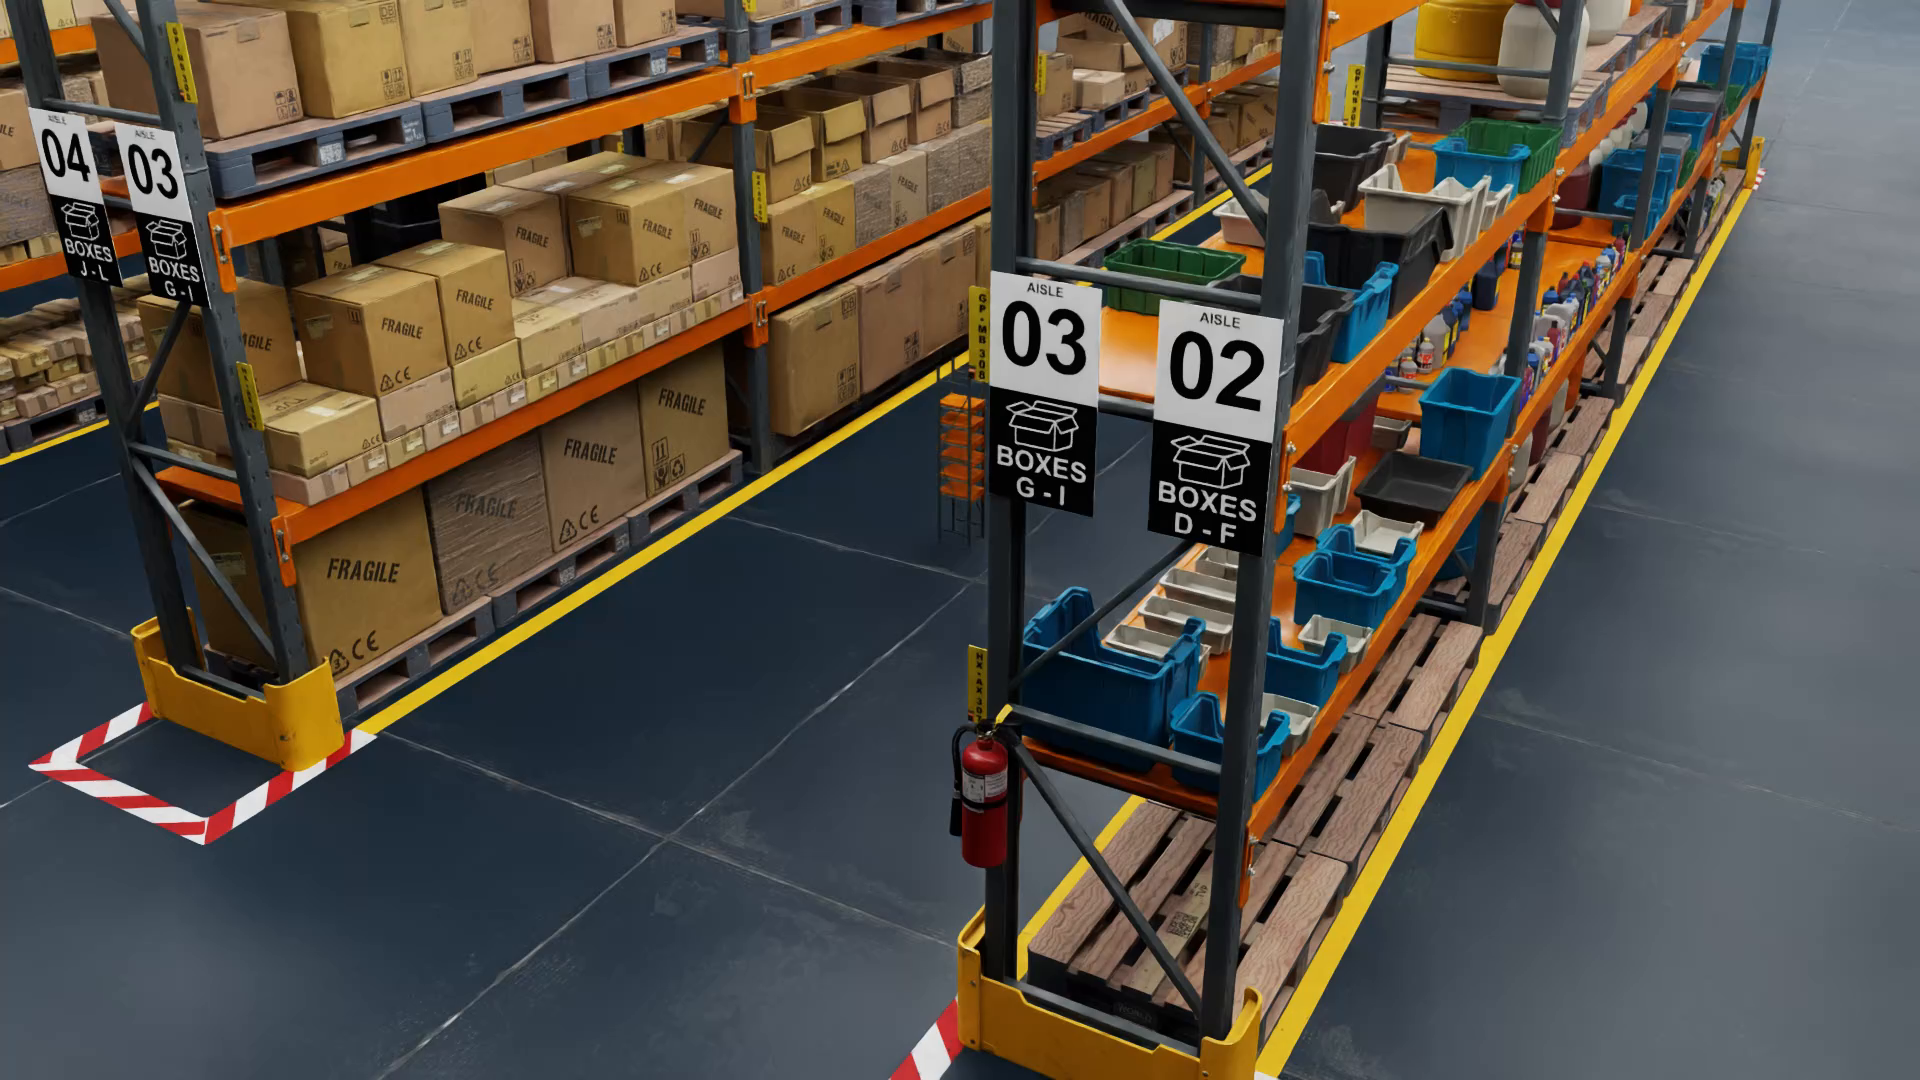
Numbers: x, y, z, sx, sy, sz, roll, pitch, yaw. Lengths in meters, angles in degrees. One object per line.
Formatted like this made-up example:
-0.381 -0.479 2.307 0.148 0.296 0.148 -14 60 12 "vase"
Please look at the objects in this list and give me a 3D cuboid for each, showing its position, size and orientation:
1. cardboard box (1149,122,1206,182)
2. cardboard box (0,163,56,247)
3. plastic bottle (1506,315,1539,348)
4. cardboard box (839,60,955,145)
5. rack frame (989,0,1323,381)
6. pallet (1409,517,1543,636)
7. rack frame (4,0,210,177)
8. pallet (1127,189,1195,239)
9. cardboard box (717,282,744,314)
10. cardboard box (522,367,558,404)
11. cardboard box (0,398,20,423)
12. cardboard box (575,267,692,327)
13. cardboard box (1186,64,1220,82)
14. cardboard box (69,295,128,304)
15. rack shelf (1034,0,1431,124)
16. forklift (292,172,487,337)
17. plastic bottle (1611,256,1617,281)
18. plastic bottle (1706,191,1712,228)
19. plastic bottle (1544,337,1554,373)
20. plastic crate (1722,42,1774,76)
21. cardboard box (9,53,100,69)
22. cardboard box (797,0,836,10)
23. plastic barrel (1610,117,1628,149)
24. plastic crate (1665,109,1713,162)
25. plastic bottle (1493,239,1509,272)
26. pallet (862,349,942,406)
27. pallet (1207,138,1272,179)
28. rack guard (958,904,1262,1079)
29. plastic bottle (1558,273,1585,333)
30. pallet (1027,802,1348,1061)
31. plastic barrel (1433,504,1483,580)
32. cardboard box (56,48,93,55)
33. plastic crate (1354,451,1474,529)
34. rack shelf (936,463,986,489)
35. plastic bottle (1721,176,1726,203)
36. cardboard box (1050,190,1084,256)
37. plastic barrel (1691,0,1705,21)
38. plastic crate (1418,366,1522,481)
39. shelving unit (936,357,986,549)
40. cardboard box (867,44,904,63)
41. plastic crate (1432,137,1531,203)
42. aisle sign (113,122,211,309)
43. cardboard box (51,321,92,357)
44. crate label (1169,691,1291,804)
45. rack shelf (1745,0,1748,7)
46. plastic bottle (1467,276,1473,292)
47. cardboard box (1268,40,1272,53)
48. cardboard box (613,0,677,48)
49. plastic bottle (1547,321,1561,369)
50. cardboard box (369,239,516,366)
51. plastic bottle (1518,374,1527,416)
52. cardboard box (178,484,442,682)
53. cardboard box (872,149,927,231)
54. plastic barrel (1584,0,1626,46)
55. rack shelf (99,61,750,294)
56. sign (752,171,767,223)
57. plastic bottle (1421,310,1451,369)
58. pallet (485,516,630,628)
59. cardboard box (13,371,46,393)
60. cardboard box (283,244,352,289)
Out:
2.384 -4.256 18.224 0.500 0.500 0.500 13 29 25 "cardboard box"
-6.820 -2.388 11.725 0.500 0.500 0.500 13 30 25 "cardboard box"
3.412 -1.266 10.066 0.152 0.276 0.135 14 30 26 "plastic bottle"
-0.512 -3.438 13.036 0.797 0.503 0.637 15 30 27 "cardboard box"
0.561 -1.954 4.601 1.000 3.000 0.127 14 30 26 "rack frame"
2.945 0.125 10.264 1.003 0.211 1.213 14 30 26 "pallet"
-3.751 -3.045 6.780 1.000 3.000 0.127 14 30 26 "rack frame"
1.771 -3.488 17.482 1.003 0.211 1.213 14 30 26 "pallet"
-1.648 -1.618 10.911 0.380 0.149 0.250 14 30 26 "cardboard box"
-2.533 -0.915 9.508 0.380 0.149 0.250 13 30 25 "cardboard box"
-7.046 -0.955 12.022 0.380 0.149 0.250 14 30 26 "cardboard box"
-2.024 -1.555 10.340 0.500 0.250 0.500 15 30 28 "cardboard box"
2.520 -4.944 17.556 0.380 0.149 0.250 14 30 26 "cardboard box"
-6.779 -1.833 13.111 0.380 0.149 0.250 13 30 25 "cardboard box"
1.545 -2.233 6.408 1.077 0.370 4.000 14 30 26 "rack shelf"
-4.453 -2.706 12.881 3.031 2.935 1.130 17 31 31 "forklift"
4.435 -1.880 11.377 0.097 0.201 0.097 0 27 0 "plastic bottle"
7.316 -3.257 16.373 0.144 0.351 0.185 13 29 24 "plastic bottle"
3.445 -1.096 9.810 0.097 0.201 0.097 0 27 0 "plastic bottle"
8.447 -5.180 17.912 0.499 0.251 0.616 14 30 26 "plastic crate"
-6.728 -3.350 12.530 0.500 0.500 0.500 13 29 25 "cardboard box"
-1.165 -3.818 11.306 0.500 0.311 0.500 13 29 24 "cardboard box"
5.229 -3.230 13.699 0.433 0.535 0.433 0 27 0 "plastic barrel"
6.193 -3.443 14.294 0.392 0.384 0.575 14 30 26 "plastic crate"
3.747 -2.001 11.541 0.097 0.271 0.097 0 27 0 "plastic bottle"
-0.870 -1.469 13.448 1.003 0.211 1.213 14 30 26 "pallet"
3.051 -4.539 19.581 1.003 0.211 1.213 14 30 26 "pallet"
0.561 1.859 6.479 1.175 0.500 0.348 14 30 26 "rack guard"
3.836 -1.493 10.437 0.144 0.351 0.185 14 30 26 "plastic bottle"
1.001 1.663 7.193 1.003 0.211 1.213 14 30 26 "pallet"
2.812 -0.288 9.850 0.600 0.901 0.708 14 30 26 "plastic barrel"
-9.199 -4.967 16.930 0.500 0.250 0.500 13 29 25 "cardboard box"
2.212 -0.239 8.116 0.437 0.125 0.590 14 30 26 "plastic crate"
0.007 -0.395 10.566 0.258 0.103 0.180 14 30 26 "rack shelf"
7.869 -3.627 17.188 0.061 0.283 0.133 15 30 27 "plastic bottle"
0.759 -3.043 15.780 0.700 0.500 0.500 12 29 22 "cardboard box"
5.090 -4.227 11.932 0.600 0.901 0.600 0 27 0 "plastic barrel"
2.596 -0.593 8.534 0.392 0.384 0.575 14 30 26 "plastic crate"
0.007 -0.542 10.493 0.258 1.200 0.189 14 30 26 "shelving unit"
-1.306 -5.990 21.269 0.875 0.875 0.875 14 30 26 "cardboard box"
2.359 -1.672 7.575 0.416 0.233 0.300 14 30 26 "plastic crate"
-3.525 -1.431 7.353 0.394 0.787 0.004 14 30 26 "aisle sign"
-6.578 -1.511 12.469 0.380 0.149 0.250 13 29 24 "cardboard box"
0.969 0.753 6.015 0.416 0.233 0.303 14 30 26 "crate label"
7.448 -5.747 16.333 1.077 0.370 4.000 14 30 26 "rack shelf"
3.238 -1.668 10.786 0.144 0.351 0.185 14 30 26 "plastic bottle"
3.330 -5.639 18.944 0.380 0.149 0.250 14 30 26 "cardboard box"
-2.116 -3.221 9.791 0.700 0.500 0.500 12 29 23 "cardboard box"
3.518 -1.173 9.873 0.061 0.283 0.133 14 30 26 "plastic bottle"
-2.784 -1.289 8.972 0.500 0.500 0.500 13 30 25 "cardboard box"
3.081 -0.827 9.182 0.061 0.283 0.133 14 30 26 "plastic bottle"
-3.506 0.133 9.038 0.875 0.875 0.875 14 30 26 "cardboard box"
-0.596 -2.684 12.648 0.500 0.500 0.500 15 30 27 "cardboard box"
3.756 -3.255 9.930 0.433 0.535 0.433 0 27 0 "plastic barrel"
-2.767 -2.161 9.169 1.077 0.370 4.000 14 30 26 "rack shelf"
-1.299 -2.222 10.782 0.100 0.325 0.005 14 30 26 "sign"
2.822 -1.207 9.865 0.144 0.351 0.185 14 30 26 "plastic bottle"
-2.825 0.082 10.350 1.003 0.211 1.213 14 30 26 "pallet"
-6.945 -1.212 12.203 0.380 0.149 0.250 16 31 29 "cardboard box"
-5.457 -2.352 14.421 0.500 0.500 0.500 15 30 28 "cardboard box"
